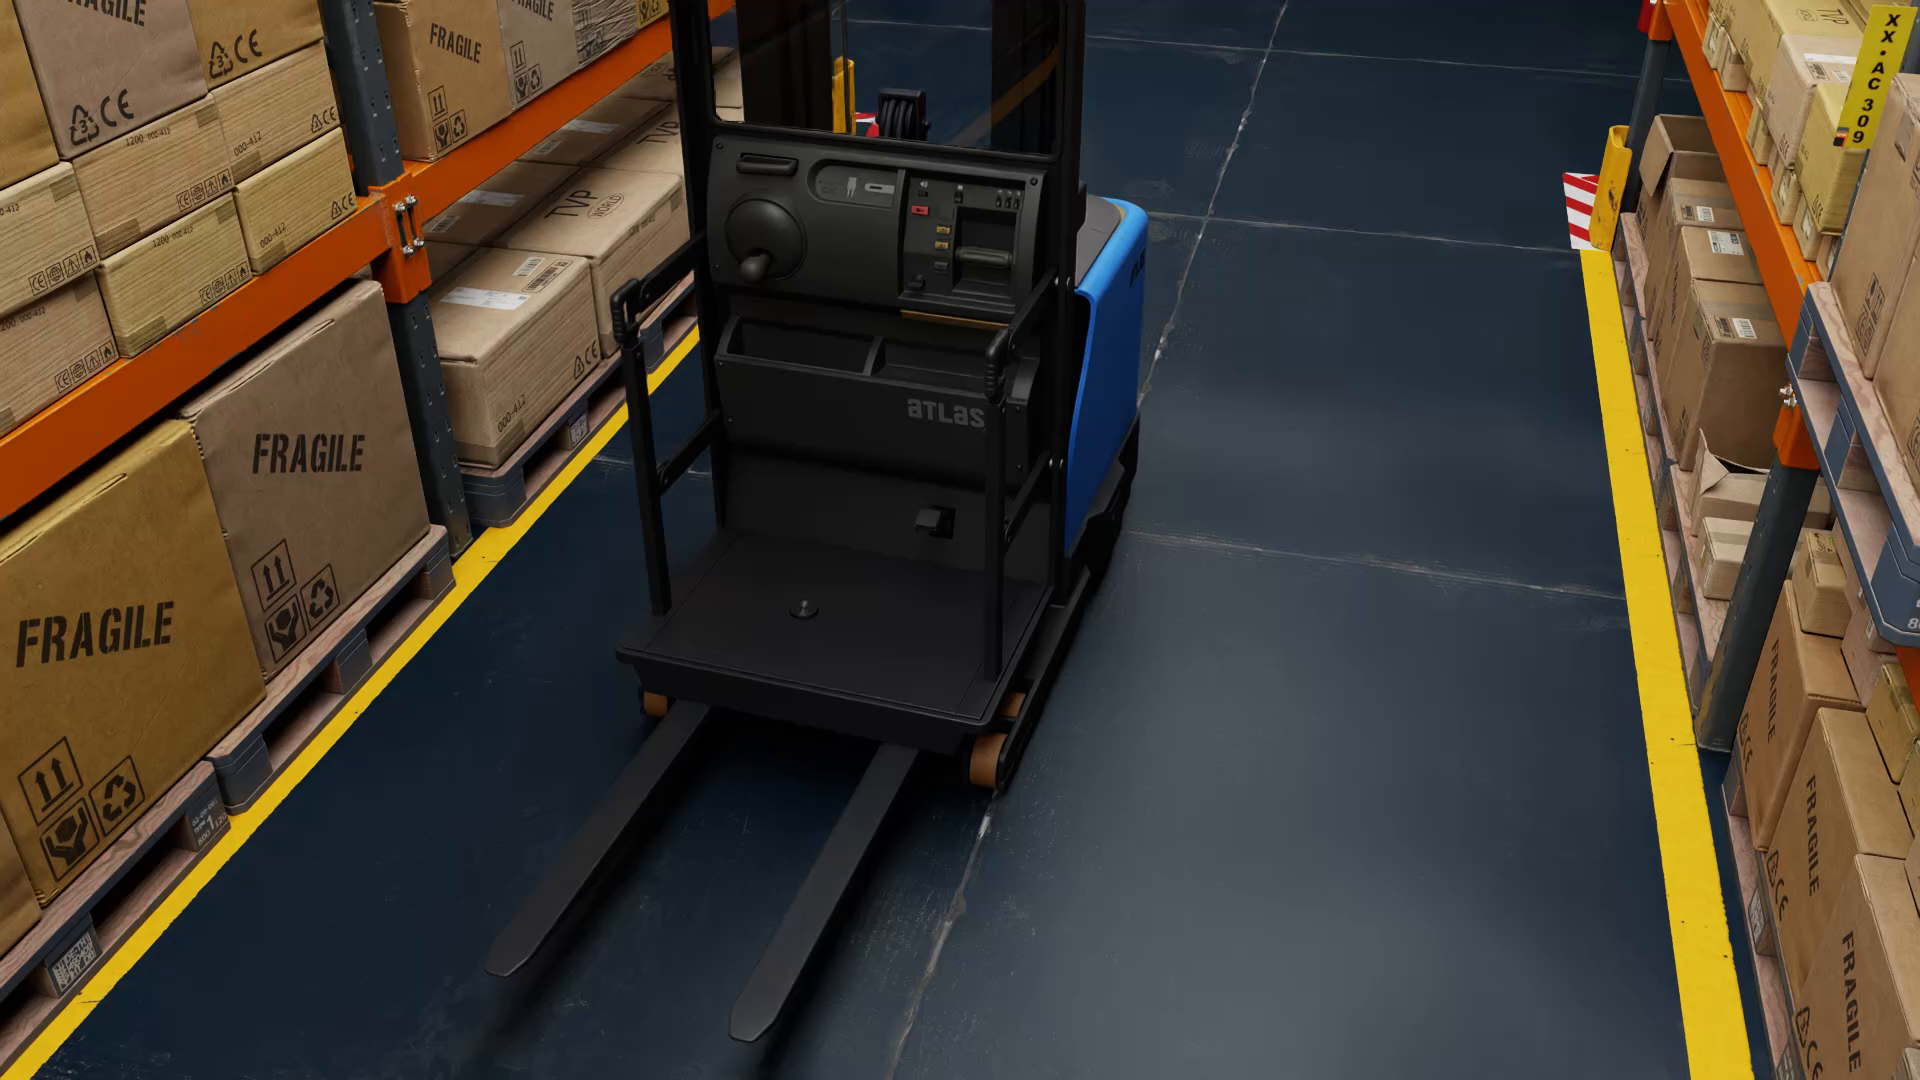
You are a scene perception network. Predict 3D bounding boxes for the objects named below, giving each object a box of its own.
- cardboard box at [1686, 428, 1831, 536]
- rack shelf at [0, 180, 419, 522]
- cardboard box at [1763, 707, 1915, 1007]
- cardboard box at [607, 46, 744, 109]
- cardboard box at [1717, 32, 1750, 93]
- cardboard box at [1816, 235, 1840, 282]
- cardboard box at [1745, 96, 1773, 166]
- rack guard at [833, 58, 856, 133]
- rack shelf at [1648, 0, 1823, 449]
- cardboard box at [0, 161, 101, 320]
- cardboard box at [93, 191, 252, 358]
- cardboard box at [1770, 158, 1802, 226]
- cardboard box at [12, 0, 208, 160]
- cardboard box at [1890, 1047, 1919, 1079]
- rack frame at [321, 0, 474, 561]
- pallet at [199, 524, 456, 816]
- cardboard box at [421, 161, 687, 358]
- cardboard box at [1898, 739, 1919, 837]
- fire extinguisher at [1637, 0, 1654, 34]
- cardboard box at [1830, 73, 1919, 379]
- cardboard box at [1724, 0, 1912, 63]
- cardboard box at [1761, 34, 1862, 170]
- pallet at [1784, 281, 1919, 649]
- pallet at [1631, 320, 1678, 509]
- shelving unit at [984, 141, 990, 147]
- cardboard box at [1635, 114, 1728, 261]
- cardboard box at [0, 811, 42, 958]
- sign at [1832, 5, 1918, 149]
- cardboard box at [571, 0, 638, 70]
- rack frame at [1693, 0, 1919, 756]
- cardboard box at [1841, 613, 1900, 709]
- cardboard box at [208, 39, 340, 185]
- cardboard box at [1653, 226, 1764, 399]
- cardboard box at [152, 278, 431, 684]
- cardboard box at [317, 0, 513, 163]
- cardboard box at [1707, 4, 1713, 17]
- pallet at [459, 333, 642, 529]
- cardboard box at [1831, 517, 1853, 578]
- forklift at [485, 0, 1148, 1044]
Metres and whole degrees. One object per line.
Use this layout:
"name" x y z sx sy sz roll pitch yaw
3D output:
"cardboard box" 2.573 -0.160 5.363 0.396 0.266 0.258 9 34 14
"rack shelf" -2.684 0.045 3.554 1.077 0.370 4.000 8 33 12
"cardboard box" 2.159 0.753 3.708 0.500 0.500 0.500 8 33 12
"cardboard box" -1.233 -2.112 8.273 0.875 0.438 0.875 7 33 11
"cardboard box" 2.869 -1.658 5.796 0.380 0.149 0.250 9 33 13
"cardboard box" 2.462 -0.716 4.315 0.380 0.149 0.250 8 33 13
"cardboard box" 2.680 -1.261 5.173 0.380 0.149 0.250 8 33 12
"rack guard" -1.156 -2.330 8.949 1.175 0.500 0.348 8 33 12
"rack shelf" 3.133 -1.357 5.759 1.077 0.370 4.000 8 33 12
"cardboard box" -2.299 -0.652 3.654 0.500 0.250 0.500 9 33 14
"cardboard box" -2.177 -0.702 4.198 0.500 0.250 0.500 8 33 12
"cardboard box" 2.550 -0.993 4.750 0.380 0.149 0.250 9 34 14
"cardboard box" -2.172 -1.225 3.856 0.500 0.500 0.500 9 33 13
"cardboard box" 1.891 1.280 2.879 0.500 0.500 0.500 7 33 11
"rack frame" -2.177 -1.296 4.993 1.000 3.000 0.127 8 33 12
"pallet" -2.300 0.291 5.096 1.003 0.211 1.213 8 33 12
"cardboard box" -1.687 -1.168 6.789 0.875 0.438 0.875 7 33 11
"cardboard box" 2.171 0.564 3.400 0.380 0.149 0.250 7 33 12
"fire extinguisher" 3.231 -2.648 7.538 0.296 0.674 0.183 8 33 12
"cardboard box" 2.286 -0.621 3.447 0.700 0.500 0.500 9 34 14
"cardboard box" 2.902 -1.768 5.598 0.500 0.250 0.500 7 33 11
"cardboard box" 2.631 -1.244 4.774 0.500 0.250 0.500 8 33 13
"pallet" 2.317 -0.142 3.356 1.003 0.211 1.213 8 33 12
"pallet" 3.108 -0.437 6.241 1.003 0.211 1.213 8 33 12
"shelving unit" 0.224 -0.871 6.001 0.258 1.200 0.189 10 34 15
"cardboard box" 3.393 -1.518 7.277 0.797 0.503 0.637 7 33 10
"cardboard box" -2.706 0.689 3.459 0.875 0.875 0.875 8 33 13
"sign" 2.098 -1.058 3.811 0.100 0.325 0.005 8 33 12
"cardboard box" -1.540 -2.064 6.108 0.500 0.500 0.500 8 33 13
"rack frame" 2.625 -0.623 3.933 1.000 3.000 0.127 8 33 12
"cardboard box" 2.281 0.285 3.839 0.380 0.149 0.250 7 33 11
"cardboard box" -2.054 -1.182 4.488 0.500 0.250 0.500 8 33 12
"cardboard box" 2.908 -0.817 6.178 0.500 0.500 0.500 9 33 13
"cardboard box" -2.257 -0.244 4.928 0.875 0.875 0.875 9 34 14
"cardboard box" -1.805 -1.547 5.294 0.500 0.500 0.500 9 34 14
"cardboard box" 3.115 -2.057 6.424 0.380 0.149 0.250 9 34 14
"pallet" -1.908 -0.504 6.345 1.003 0.211 1.213 8 33 12
"cardboard box" 2.335 0.014 3.989 0.380 0.149 0.250 7 33 12
"forklift" -0.301 -0.783 4.250 1.130 2.935 3.031 10 34 15
